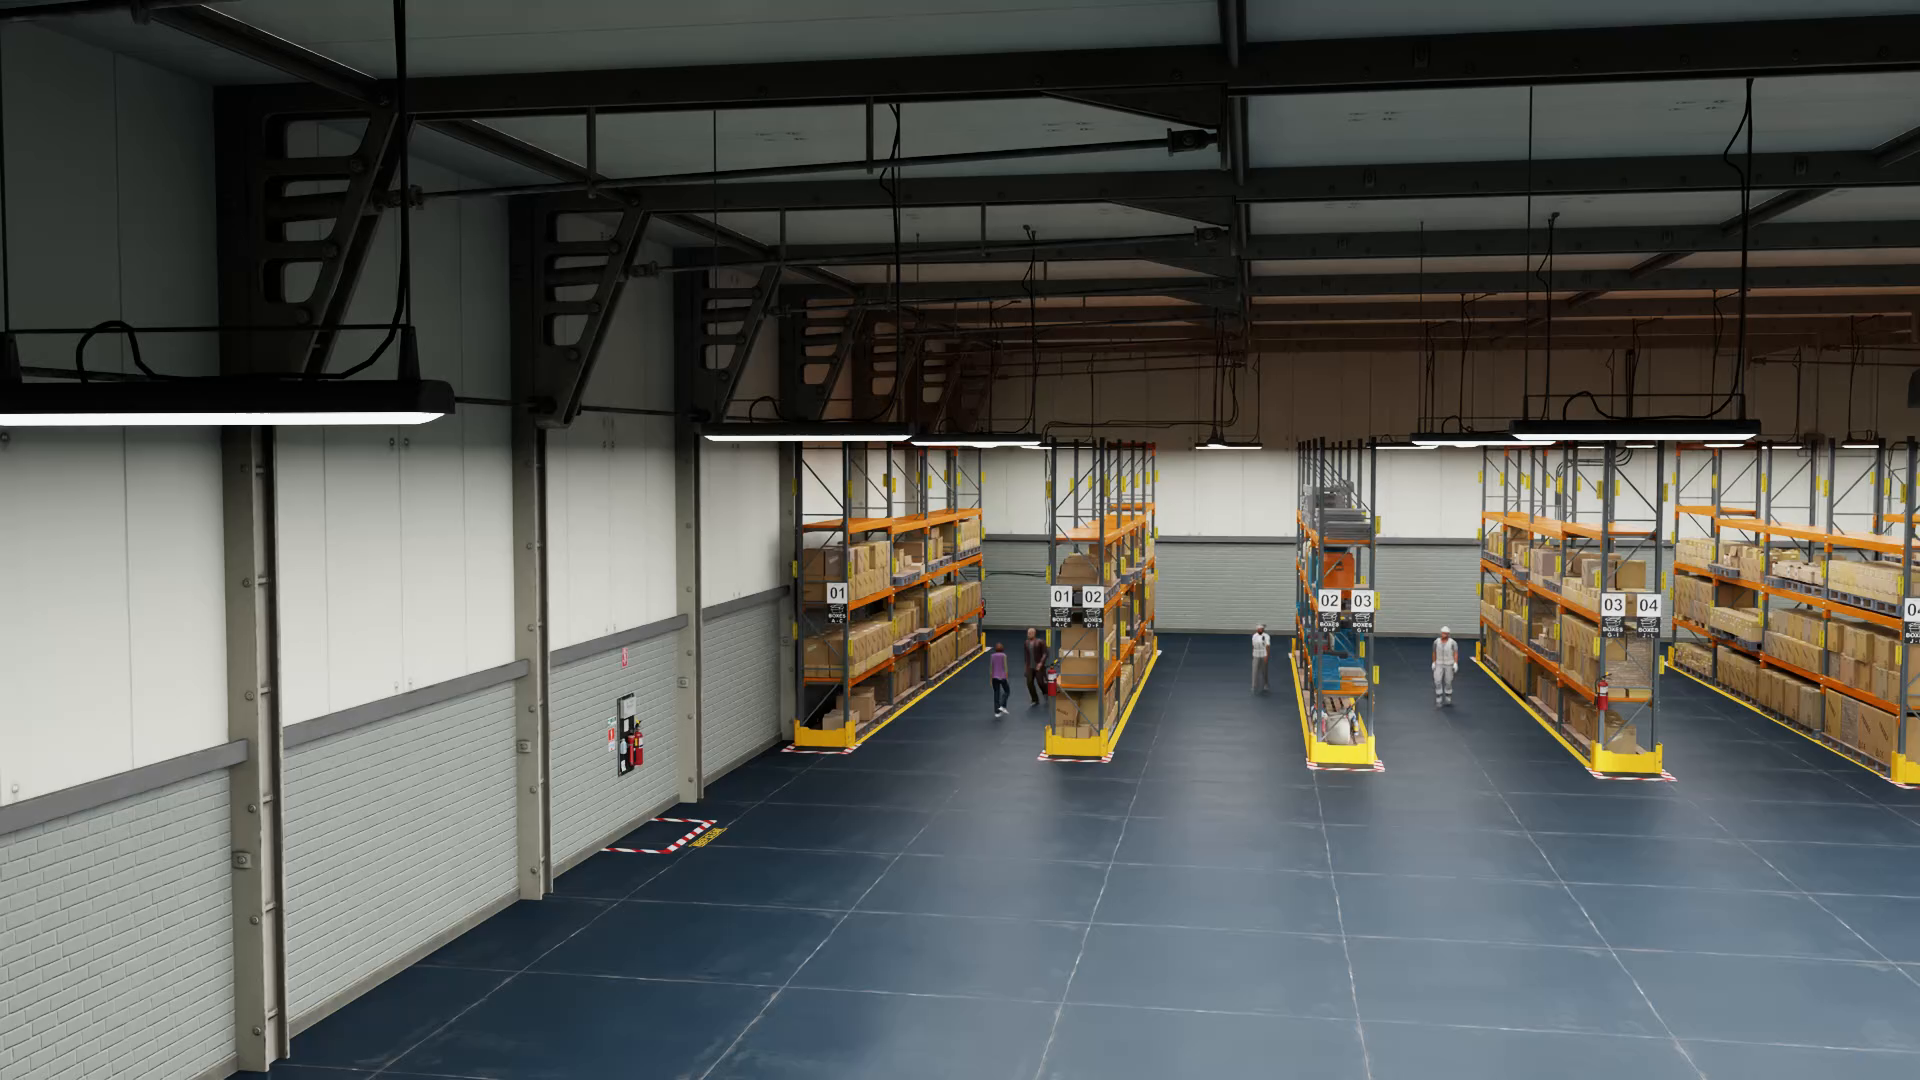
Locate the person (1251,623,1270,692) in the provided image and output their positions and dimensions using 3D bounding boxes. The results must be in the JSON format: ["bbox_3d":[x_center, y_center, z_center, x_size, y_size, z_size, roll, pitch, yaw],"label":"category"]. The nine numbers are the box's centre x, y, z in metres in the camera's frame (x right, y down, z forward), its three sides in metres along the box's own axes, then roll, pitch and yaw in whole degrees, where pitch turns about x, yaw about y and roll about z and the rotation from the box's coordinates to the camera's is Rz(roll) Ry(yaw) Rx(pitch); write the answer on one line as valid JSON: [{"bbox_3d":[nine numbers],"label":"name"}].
[{"bbox_3d":[7.165,2.787,39.642,0.462,1.633,0.956,1,3,23],"label":"person"}]

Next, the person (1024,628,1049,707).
[{"bbox_3d":[1.718,2.866,37.612,0.635,1.753,0.740,1,3,25],"label":"person"}]

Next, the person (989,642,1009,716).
[{"bbox_3d":[0.847,3.013,36.000,0.452,1.586,0.442,1,3,18],"label":"person"}]

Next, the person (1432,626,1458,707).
[{"bbox_3d":[10.929,2.868,37.459,0.618,1.858,0.507,2,3,29],"label":"person"}]
